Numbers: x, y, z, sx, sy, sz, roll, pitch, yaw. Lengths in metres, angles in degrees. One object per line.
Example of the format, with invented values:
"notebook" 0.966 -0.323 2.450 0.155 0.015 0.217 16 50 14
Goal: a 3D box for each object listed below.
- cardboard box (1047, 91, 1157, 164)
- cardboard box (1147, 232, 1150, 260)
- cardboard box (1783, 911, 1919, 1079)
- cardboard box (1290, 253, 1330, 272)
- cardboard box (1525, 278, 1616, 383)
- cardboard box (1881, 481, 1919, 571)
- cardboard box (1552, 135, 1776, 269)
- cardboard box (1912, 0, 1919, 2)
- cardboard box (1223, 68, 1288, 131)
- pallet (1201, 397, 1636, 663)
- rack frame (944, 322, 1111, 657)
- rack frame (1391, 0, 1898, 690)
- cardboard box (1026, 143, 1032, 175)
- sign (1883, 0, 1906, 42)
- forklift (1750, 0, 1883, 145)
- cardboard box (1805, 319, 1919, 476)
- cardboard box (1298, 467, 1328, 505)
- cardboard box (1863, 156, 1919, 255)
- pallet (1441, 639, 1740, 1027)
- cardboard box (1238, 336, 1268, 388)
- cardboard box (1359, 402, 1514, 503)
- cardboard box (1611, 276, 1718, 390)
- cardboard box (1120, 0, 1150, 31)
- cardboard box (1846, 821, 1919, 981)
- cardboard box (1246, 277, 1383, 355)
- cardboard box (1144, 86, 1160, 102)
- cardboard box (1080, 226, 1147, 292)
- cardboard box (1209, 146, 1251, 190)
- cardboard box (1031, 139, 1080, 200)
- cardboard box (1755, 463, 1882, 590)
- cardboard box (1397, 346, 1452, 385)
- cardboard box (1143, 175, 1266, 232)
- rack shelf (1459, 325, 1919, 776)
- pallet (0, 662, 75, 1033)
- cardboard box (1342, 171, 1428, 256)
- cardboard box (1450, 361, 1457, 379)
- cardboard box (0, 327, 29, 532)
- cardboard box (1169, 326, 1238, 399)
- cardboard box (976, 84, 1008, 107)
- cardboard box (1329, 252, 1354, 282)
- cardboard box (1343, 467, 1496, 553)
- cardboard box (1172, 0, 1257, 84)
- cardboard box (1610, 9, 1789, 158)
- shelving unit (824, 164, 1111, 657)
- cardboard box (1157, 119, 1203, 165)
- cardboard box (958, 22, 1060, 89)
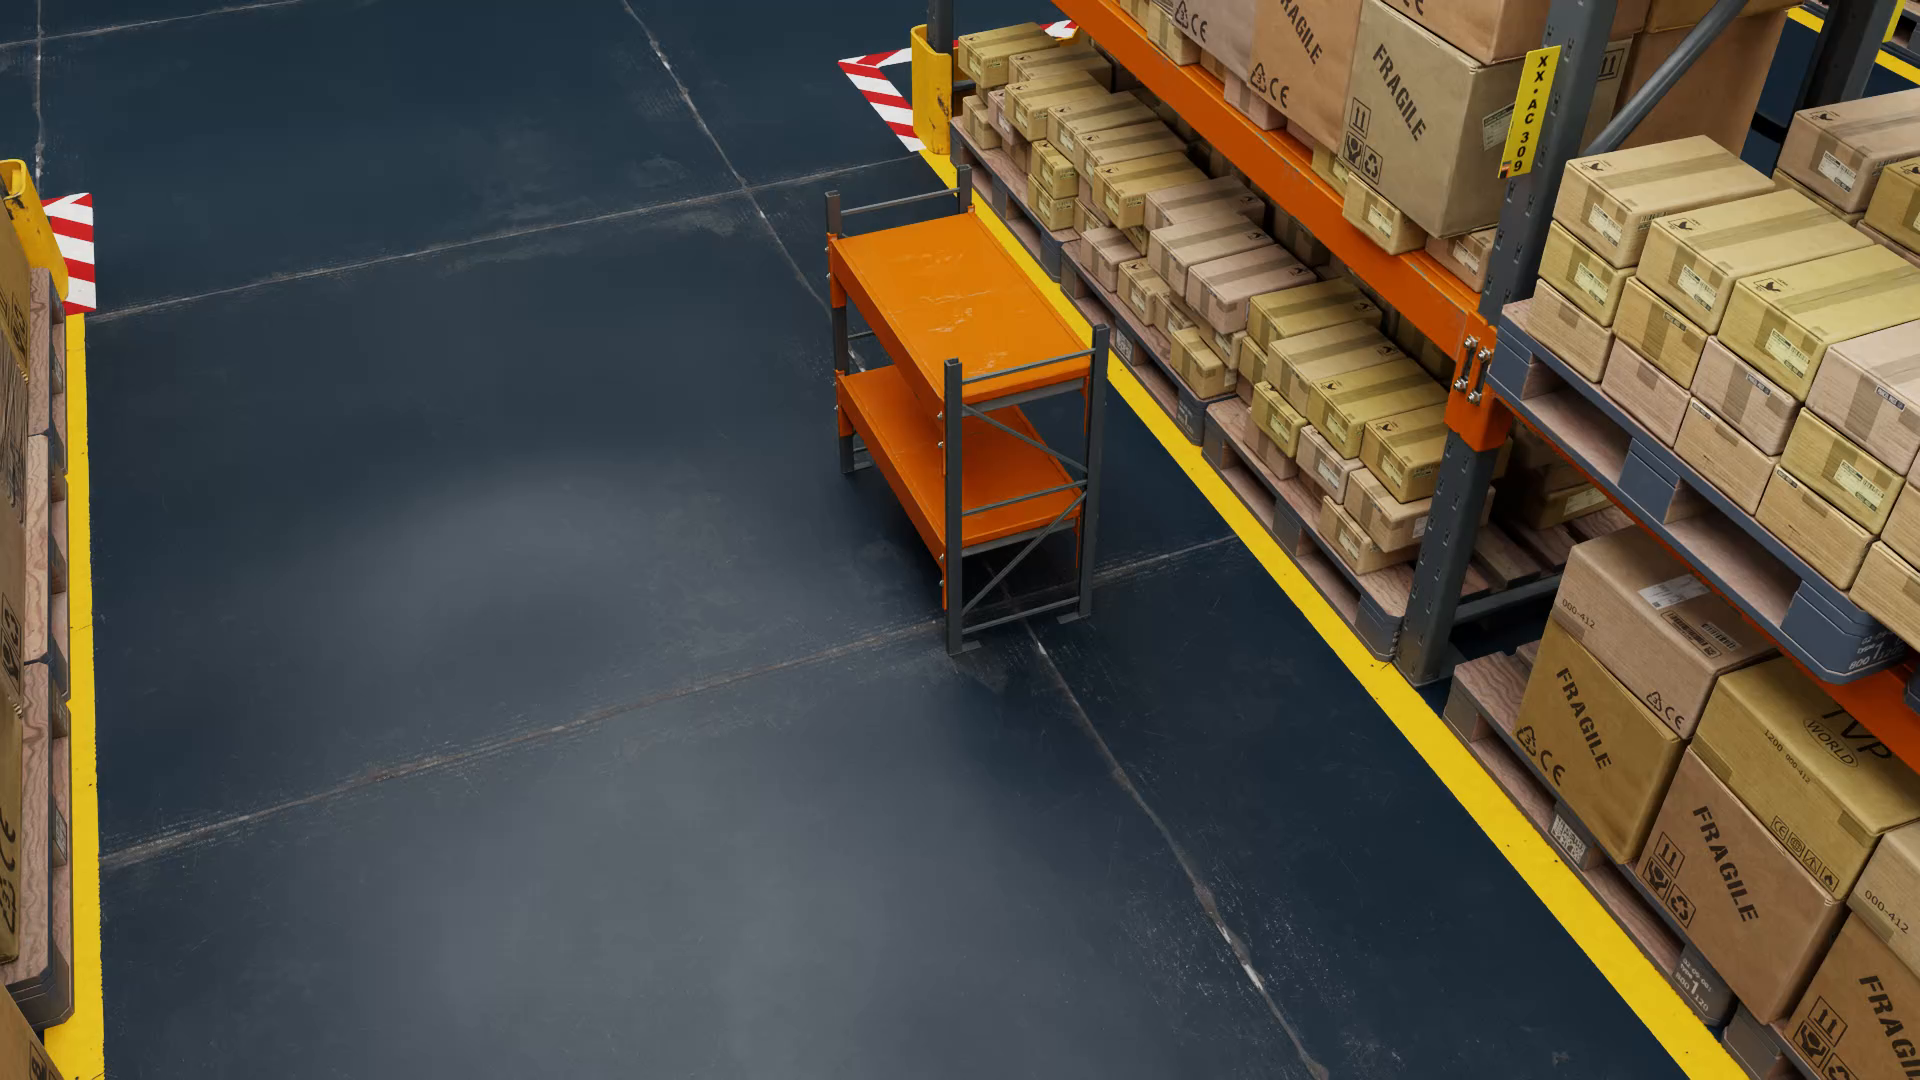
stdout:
"cardboard box" 0.581 -1.694 6.828 0.380 0.149 0.250 -17 44 -19
"cardboard box" 0.943 -1.110 6.377 0.380 0.149 0.250 -13 42 -15
"cardboard box" 2.313 1.101 3.764 0.500 0.500 0.500 -14 43 -16
"cardboard box" 1.487 -1.089 6.352 0.380 0.149 0.250 -15 43 -17
"cardboard box" 1.585 -0.541 3.950 0.380 0.149 0.250 -17 44 -19
"cardboard box" 1.990 -0.025 3.121 0.380 0.149 0.250 -13 42 -15
"cardboard box" 1.585 -0.767 3.756 0.380 0.149 0.250 -13 42 -15
"cardboard box" 5.208 -3.350 8.988 0.875 0.438 0.875 -17 43 -18
"cardboard box" 1.080 -1.469 5.351 0.380 0.149 0.250 -17 43 -19
"pallet" 1.569 -0.168 5.783 1.003 0.211 1.213 -15 43 -17
"rack frame" 0.192 -0.124 5.032 0.500 1.125 0.032 -15 43 -17
"rack frame" 1.859 -0.830 4.414 1.000 3.000 0.127 -15 43 -17
"cardboard box" 0.510 -1.637 7.217 0.380 0.149 0.250 -15 43 -16
"sign" 2.370 -1.409 4.200 0.100 0.325 0.005 -15 43 -17
"forklift" 2.697 -2.007 5.836 1.130 2.935 3.031 -16 43 -18
"cardboard box" 1.886 -0.295 3.206 0.380 0.149 0.250 -16 43 -17
"cardboard box" 1.372 -0.236 5.589 0.380 0.149 0.250 -14 43 -16
"cardboard box" 2.296 -0.764 3.752 0.380 0.149 0.250 -16 43 -18
"pallet" 2.158 0.696 4.778 1.003 0.211 1.213 -15 43 -17
"cardboard box" 1.205 -0.623 5.811 0.380 0.149 0.250 -15 43 -16
"cardboard box" 1.482 -0.283 5.186 0.380 0.149 0.250 -14 43 -16
"cardboard box" 1.686 -0.499 3.672 0.380 0.149 0.250 -16 43 -18
"cardboard box" 0.793 -1.940 5.898 0.380 0.149 0.250 -14 43 -15
"cardboard box" 2.295 0.814 3.522 0.500 0.250 0.500 -14 43 -15
"cardboard box" 1.219 -0.751 5.731 0.380 0.149 0.250 -14 43 -15
"cardboard box" 1.025 -1.997 7.180 0.380 0.149 0.250 -16 43 -18
"cardboard box" 0.707 -1.154 6.656 0.380 0.149 0.250 -17 44 -19
"cardboard box" 1.218 -1.491 6.592 0.380 0.149 0.250 -16 43 -18
"cardboard box" 0.518 -1.564 6.905 0.380 0.149 0.250 -14 43 -16
"cardboard box" 1.883 -0.073 3.405 0.380 0.149 0.250 -15 43 -16
"cardboard box" 1.710 -0.587 5.768 0.380 0.149 0.250 -15 43 -17
"cardboard box" 0.921 -1.227 6.285 0.380 0.149 0.250 -15 43 -17
"rack shelf" 2.624 0.648 3.248 1.077 0.370 4.000 -15 43 -17
"pallet" -2.981 0.927 4.511 1.003 0.211 1.213 -15 43 -17
"cardboard box" 1.334 -0.976 4.777 0.380 0.149 0.250 -16 43 -18
"cardboard box" 1.868 -0.573 5.524 0.380 0.149 0.250 -13 42 -15
"cardboard box" -3.626 -0.502 5.341 0.875 0.875 0.875 -15 43 -17
"cardboard box" 0.998 -0.683 6.108 0.380 0.149 0.250 -15 43 -17
"cardboard box" 0.292 -2.051 7.470 0.380 0.149 0.250 -13 42 -15
"cardboard box" 1.583 -1.038 6.065 0.380 0.149 0.250 -14 43 -16
"cardboard box" 1.445 -0.131 5.238 0.380 0.149 0.250 -14 43 -16
"cardboard box" 1.026 -1.814 5.254 0.500 0.500 0.500 -15 43 -17
"cardboard box" 1.902 -1.341 4.705 0.500 0.500 0.500 -16 43 -18
"shelving unit" -0.003 -0.431 5.388 0.538 1.125 1.048 -15 43 -17
"cardboard box" 1.002 -1.683 7.043 0.380 0.149 0.250 -16 43 -17
"cardboard box" 0.215 -2.143 7.349 0.380 0.149 0.250 -17 44 -19
